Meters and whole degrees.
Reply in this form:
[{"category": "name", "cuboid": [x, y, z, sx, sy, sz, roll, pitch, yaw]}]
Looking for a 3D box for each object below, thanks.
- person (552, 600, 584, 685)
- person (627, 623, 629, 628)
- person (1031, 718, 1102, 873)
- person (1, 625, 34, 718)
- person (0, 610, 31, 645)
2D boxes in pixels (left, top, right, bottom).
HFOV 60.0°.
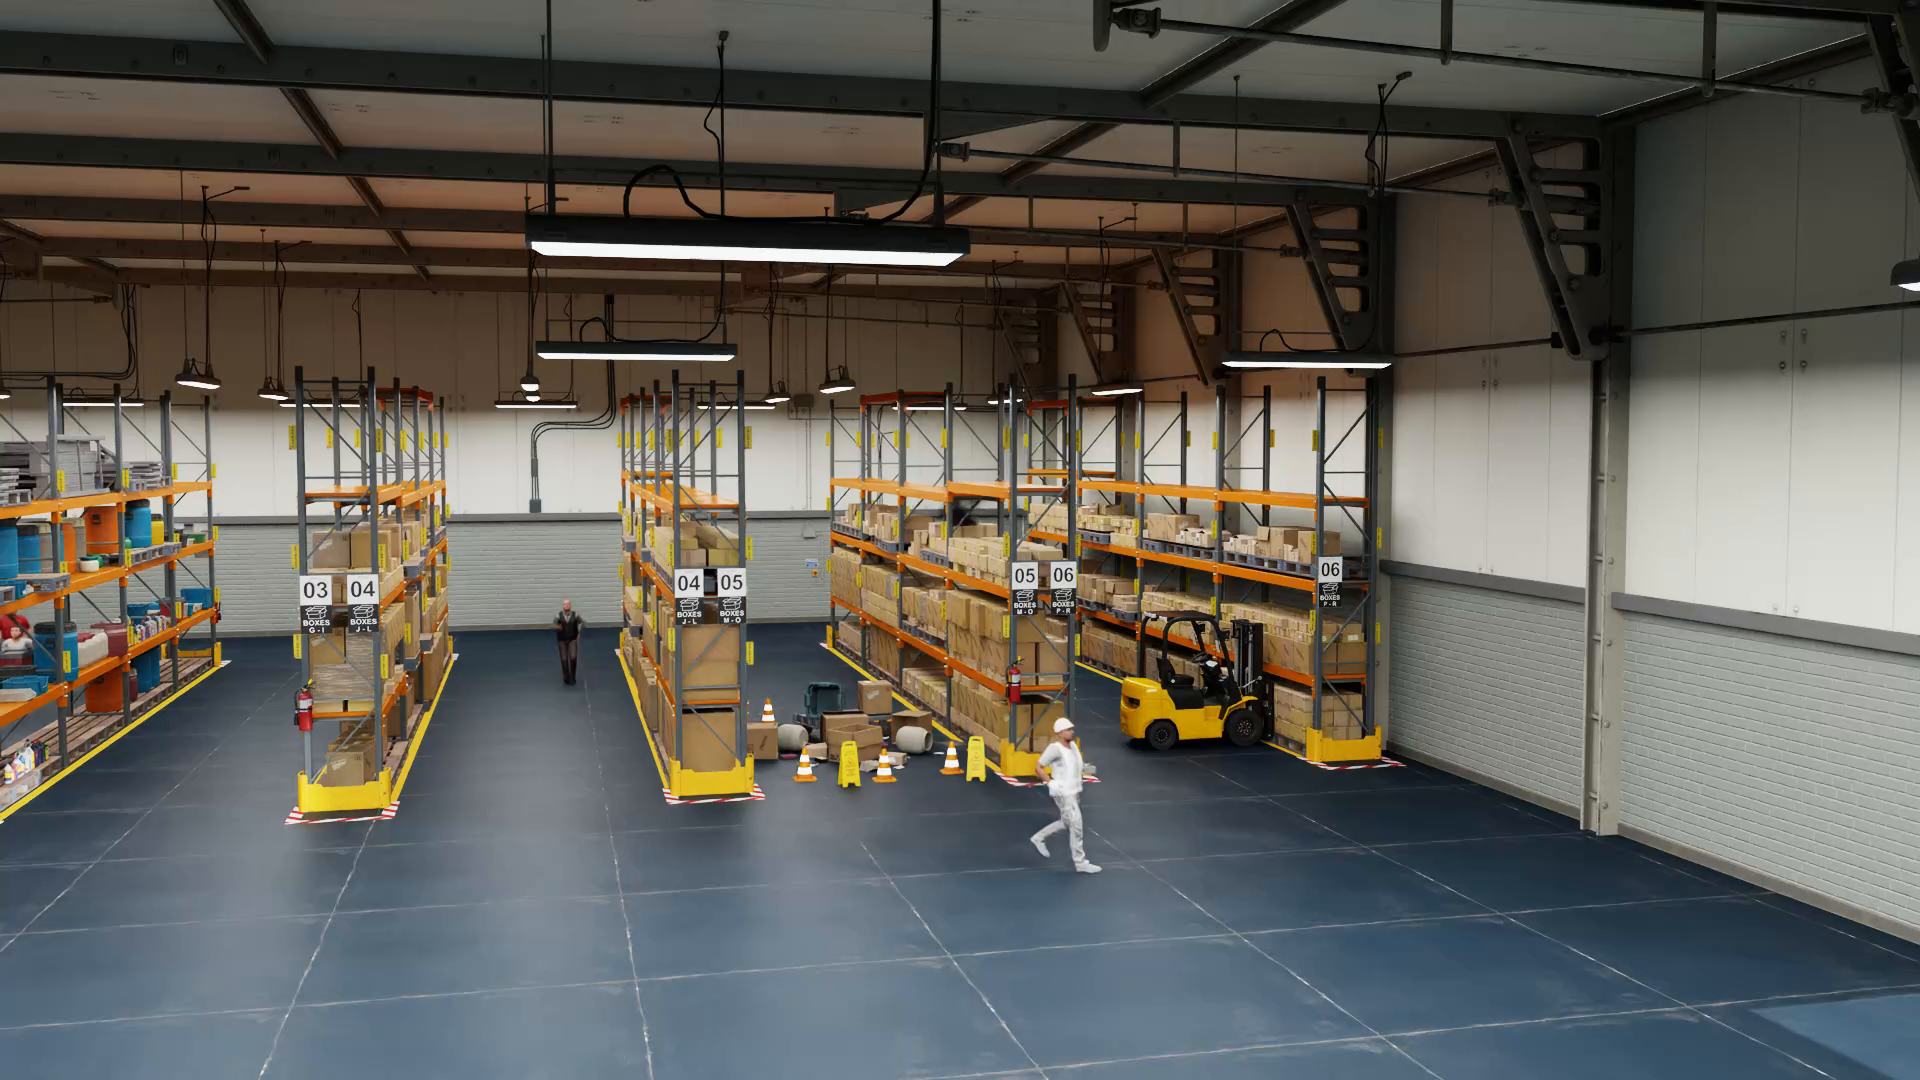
[{"category": "person", "cuboid": [-8.067, 2.112, 34.215, 0.638, 1.755, 0.687, -1, 3, -10]}, {"category": "person", "cuboid": [-7.761, 1.717, 40.152, 0.796, 1.821, 0.682, -2, 4, -34]}, {"category": "person", "cuboid": [1.221, 2.951, 19.361, 0.964, 1.763, 0.695, 2, 4, 29]}, {"category": "person", "cuboid": [-17.098, 2.373, 30.177, 0.512, 1.697, 0.772, -1, 3, -13]}, {"category": "person", "cuboid": [-19.350, 2.147, 33.978, 0.653, 1.681, 0.637, -2, 4, -26]}]
